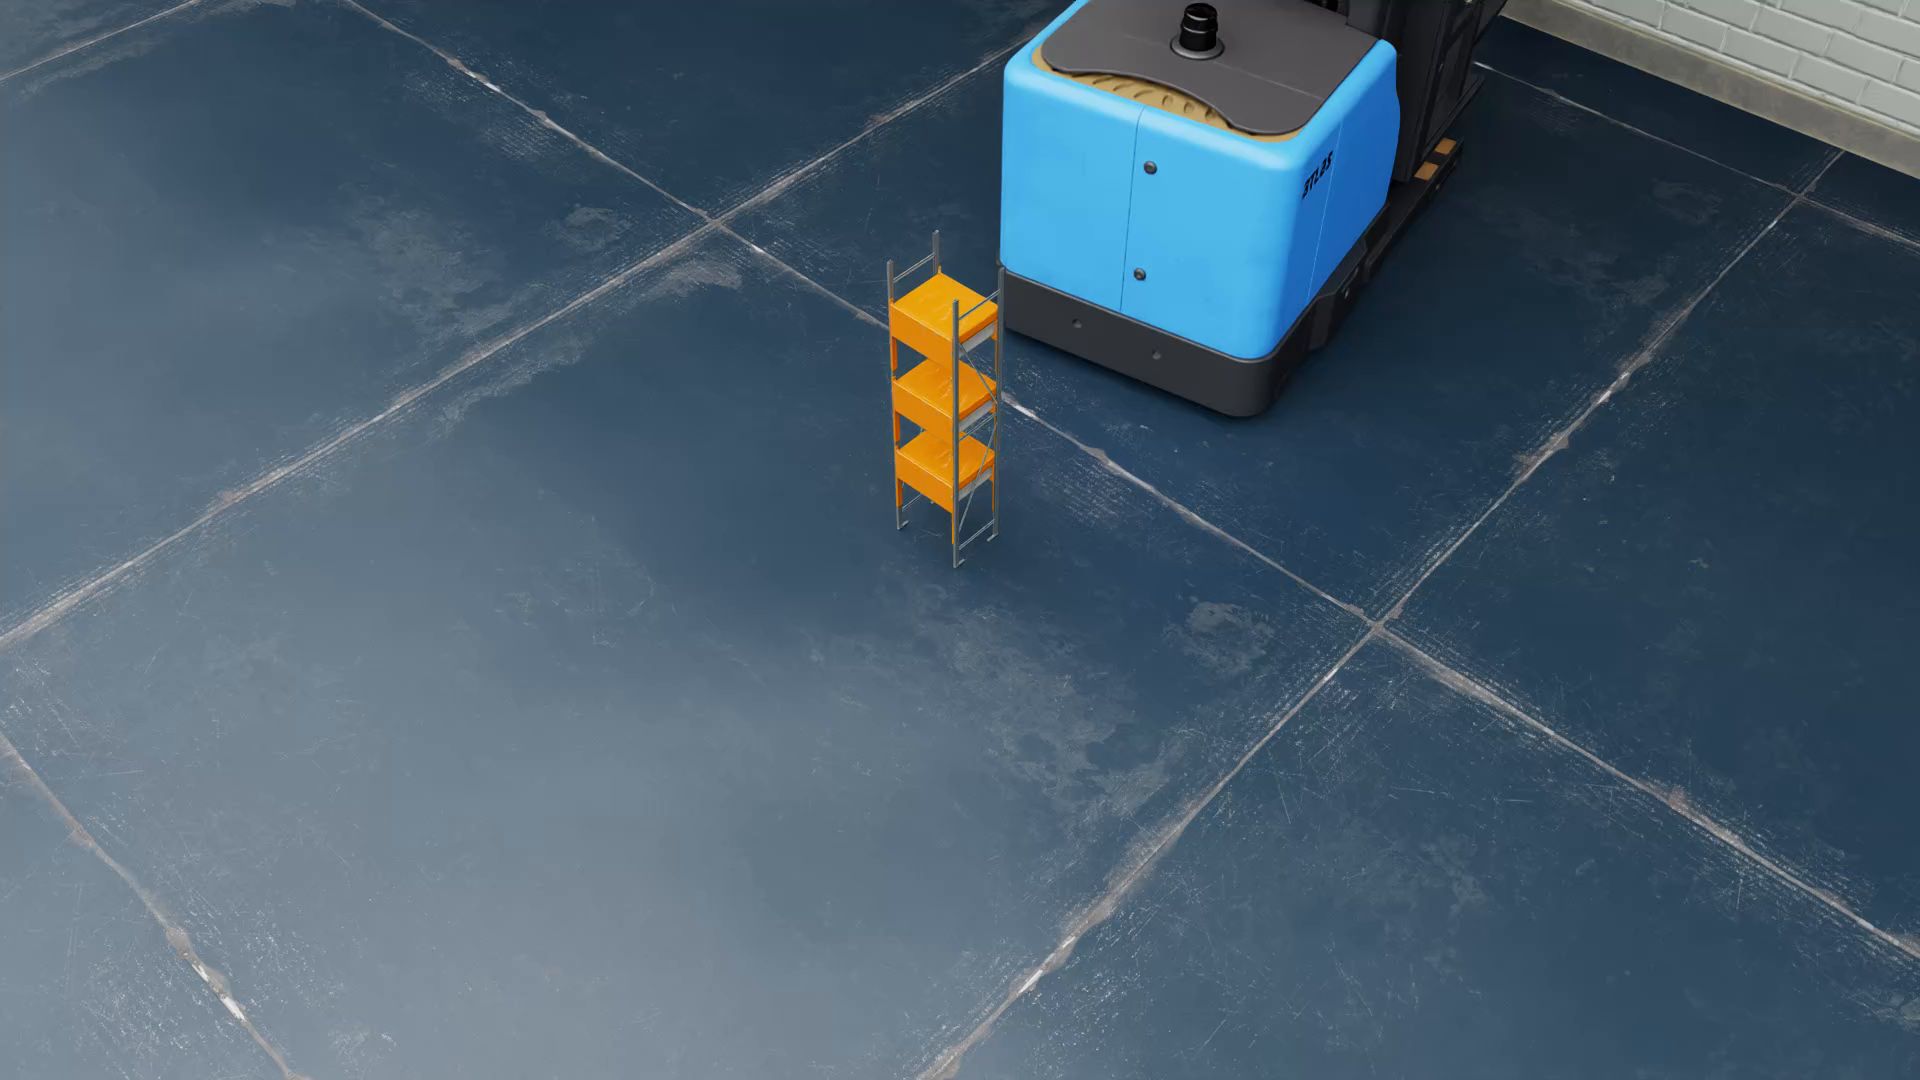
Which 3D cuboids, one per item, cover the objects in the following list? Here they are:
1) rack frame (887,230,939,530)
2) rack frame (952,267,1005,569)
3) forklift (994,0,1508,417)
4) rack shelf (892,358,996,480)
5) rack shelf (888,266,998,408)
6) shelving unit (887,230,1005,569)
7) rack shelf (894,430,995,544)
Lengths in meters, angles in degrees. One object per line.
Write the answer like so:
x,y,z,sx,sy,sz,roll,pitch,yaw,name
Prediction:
-0.129,-0.446,4.949,0.008,1.050,0.200,34,55,28,rack frame
0.050,-0.325,4.835,0.008,1.050,0.200,34,55,28,rack frame
1.329,-2.472,5.561,1.130,2.935,3.031,24,51,21,forklift
-0.039,-0.379,4.900,0.240,0.259,0.215,34,55,28,rack shelf
-0.039,-0.573,4.693,0.240,0.259,0.215,34,55,28,rack shelf
-0.039,-0.386,4.892,0.252,1.050,0.215,34,55,28,shelving unit
-0.039,-0.188,5.102,0.240,0.259,0.215,34,55,28,rack shelf
